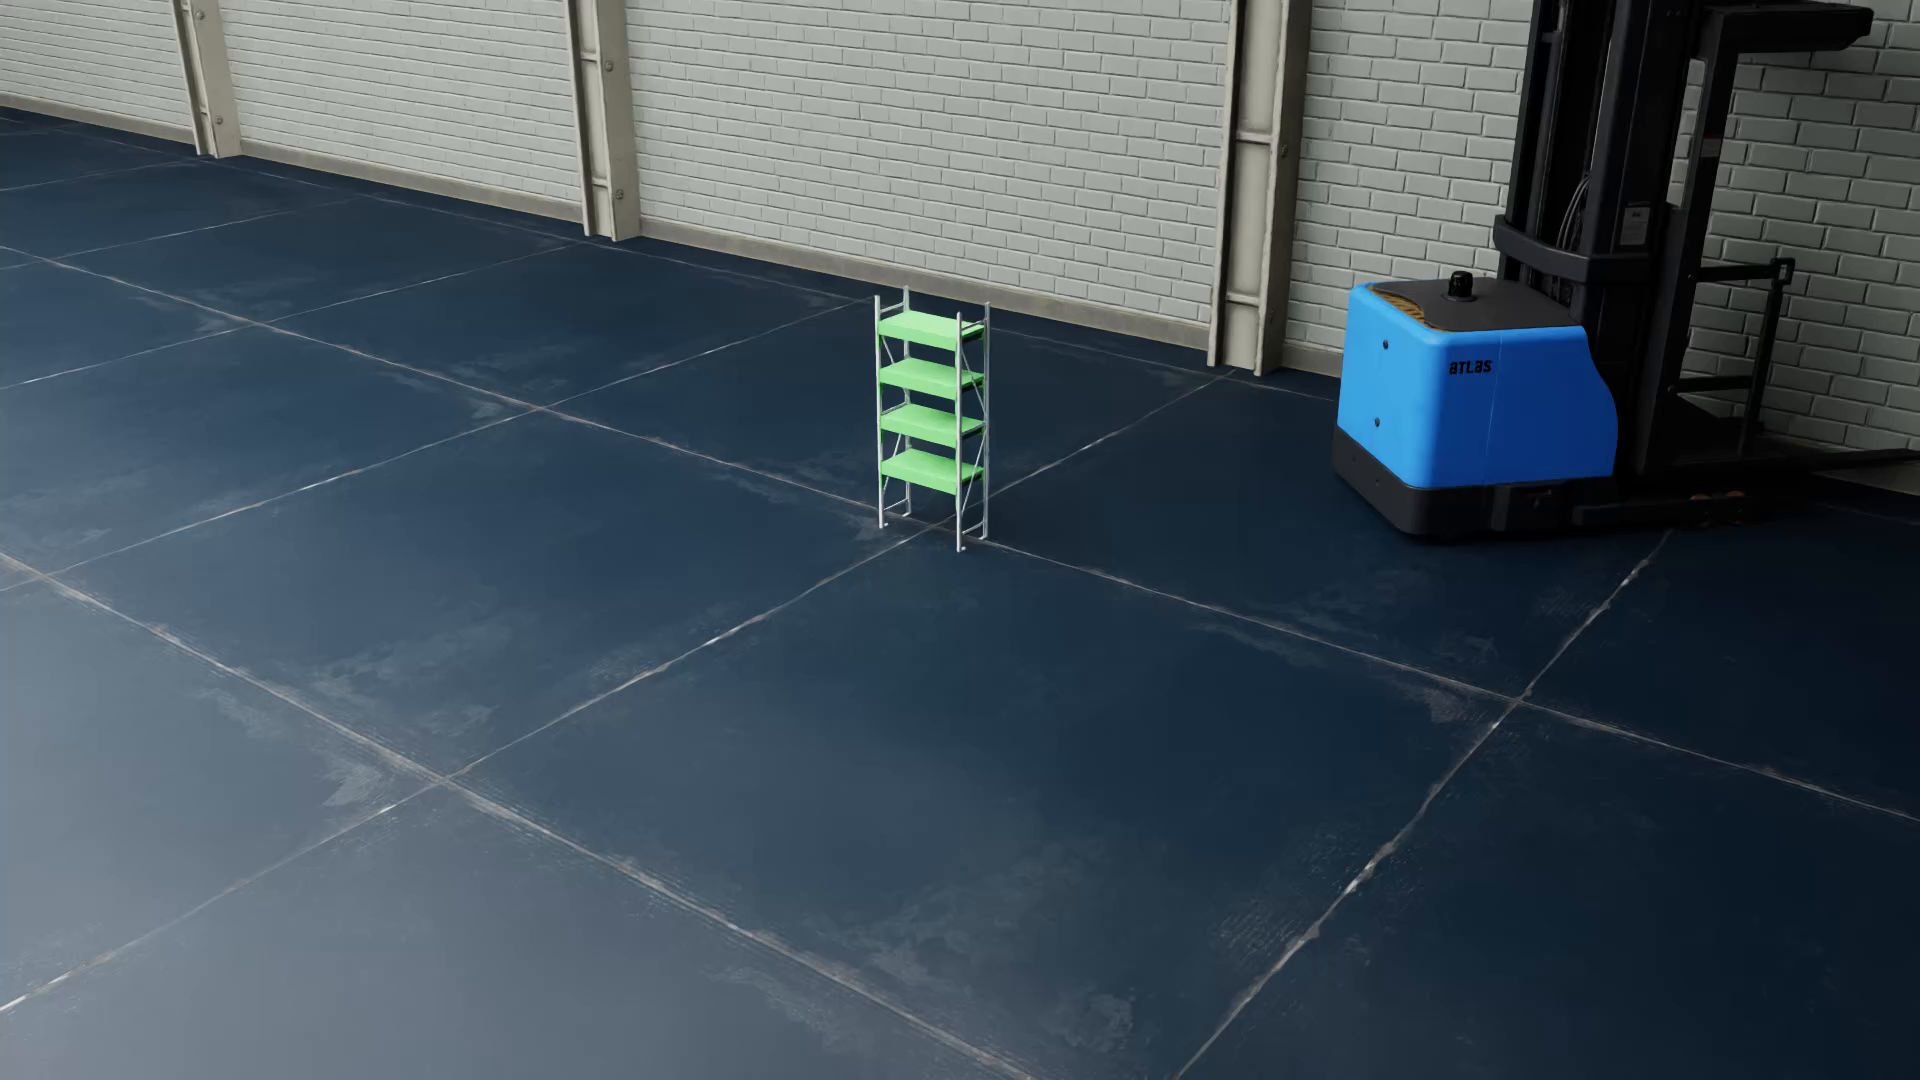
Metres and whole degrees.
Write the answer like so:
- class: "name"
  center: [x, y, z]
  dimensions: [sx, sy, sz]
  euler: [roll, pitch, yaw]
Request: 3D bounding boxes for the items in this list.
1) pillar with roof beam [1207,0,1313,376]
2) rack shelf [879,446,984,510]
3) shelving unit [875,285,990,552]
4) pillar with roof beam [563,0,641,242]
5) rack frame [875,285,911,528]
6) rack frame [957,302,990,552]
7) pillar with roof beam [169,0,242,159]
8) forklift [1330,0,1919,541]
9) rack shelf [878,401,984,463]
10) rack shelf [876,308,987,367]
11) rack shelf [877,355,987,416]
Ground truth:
- class: "pillar with roof beam"
  center: [-0.724, -3.871, 5.875]
  dimensions: [0.400, 9.000, 9.100]
  euler: [17, 29, 33]
- class: "rack shelf"
  center: [-0.132, -0.311, 8.221]
  dimensions: [0.480, 0.148, 0.258]
  euler: [17, 29, 33]
- class: "shelving unit"
  center: [-0.132, -0.589, 8.099]
  dimensions: [0.503, 1.200, 0.258]
  euler: [17, 29, 33]
- class: "pillar with roof beam"
  center: [-5.525, -5.322, 9.168]
  dimensions: [0.400, 9.000, 9.100]
  euler: [17, 29, 33]
- class: "rack frame"
  center: [-0.328, -0.648, 8.233]
  dimensions: [0.015, 1.200, 0.240]
  euler: [17, 29, 33]
- class: "rack frame"
  center: [0.063, -0.530, 7.965]
  dimensions: [0.015, 1.200, 0.240]
  euler: [17, 29, 33]
- class: "pillar with roof beam"
  center: [-10.326, -6.773, 12.461]
  dimensions: [0.400, 9.000, 9.100]
  euler: [17, 29, 33]
- class: "forklift"
  center: [3.568, -1.612, 8.273]
  dimensions: [3.031, 2.935, 1.130]
  euler: [-4, 24, -10]
- class: "rack shelf"
  center: [-0.132, -0.531, 8.125]
  dimensions: [0.480, 0.148, 0.258]
  euler: [17, 29, 33]
- class: "rack shelf"
  center: [-0.132, -0.970, 7.931]
  dimensions: [0.480, 0.148, 0.258]
  euler: [17, 29, 33]
- class: "rack shelf"
  center: [-0.132, -0.750, 8.028]
  dimensions: [0.480, 0.148, 0.258]
  euler: [17, 29, 33]
